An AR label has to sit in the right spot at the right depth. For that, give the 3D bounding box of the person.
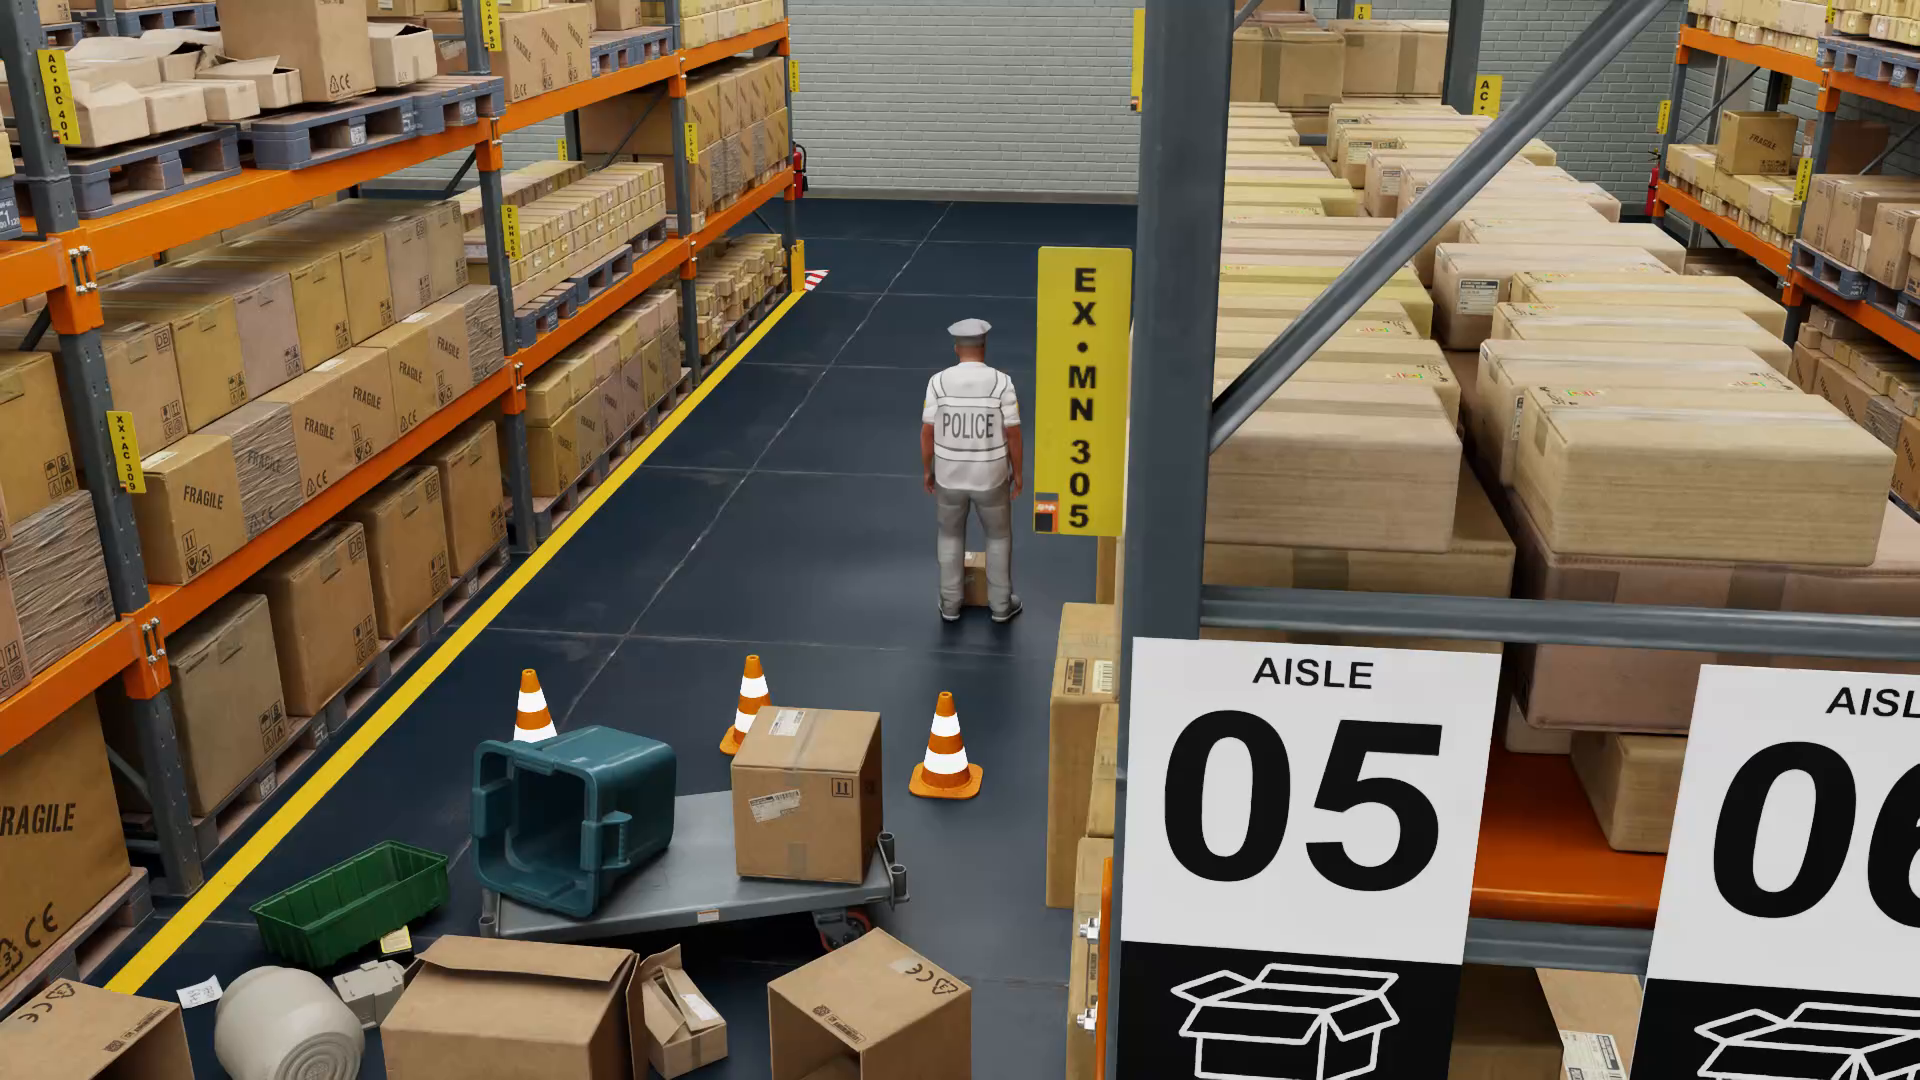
[{"bbox_3d":[0.069,-0.370,9.534,0.585,1.748,0.433,2,21,6],"label":"person"}]
